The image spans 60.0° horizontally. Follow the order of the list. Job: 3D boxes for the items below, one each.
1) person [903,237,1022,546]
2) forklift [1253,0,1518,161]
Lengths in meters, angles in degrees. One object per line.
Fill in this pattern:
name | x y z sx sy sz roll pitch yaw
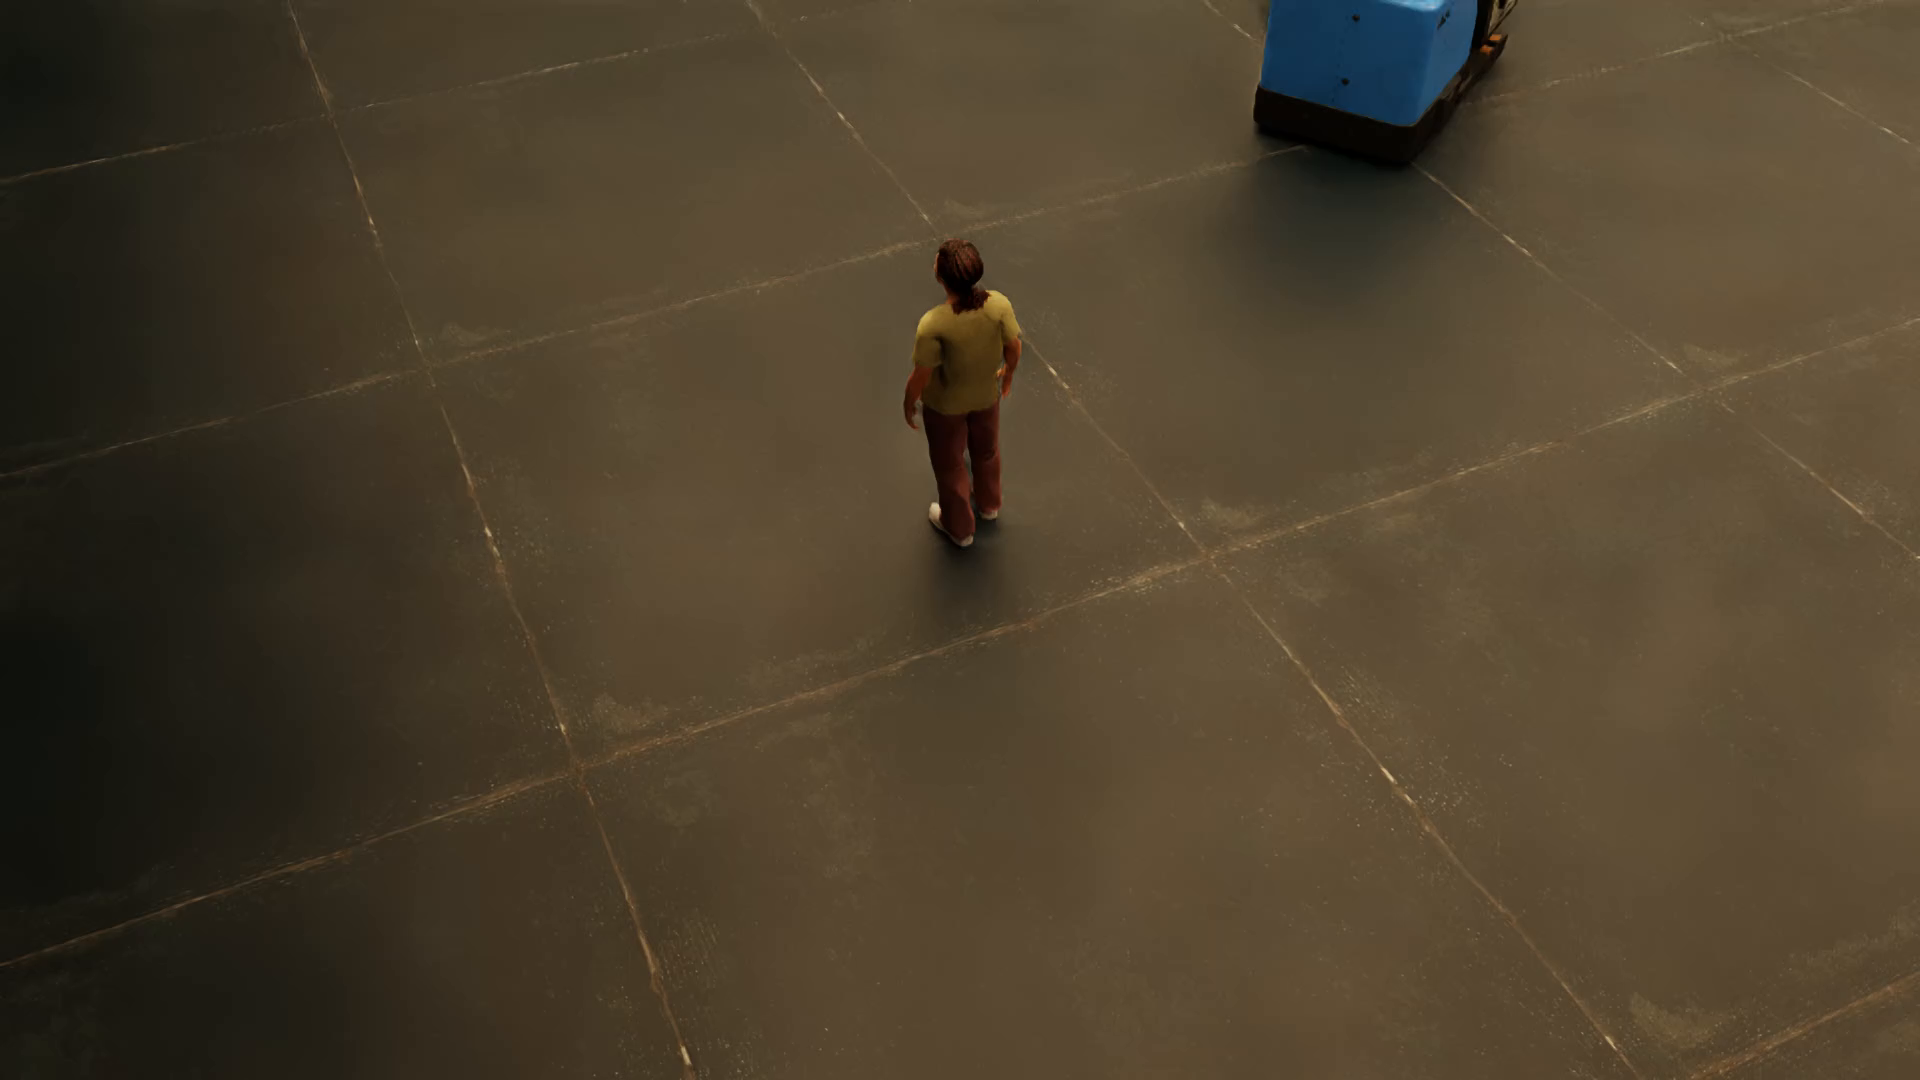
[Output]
person | -0.021 -0.667 7.304 0.554 1.674 0.548 -18 46 -18
forklift | 3.063 -4.387 10.381 1.130 2.935 3.031 22 47 22
